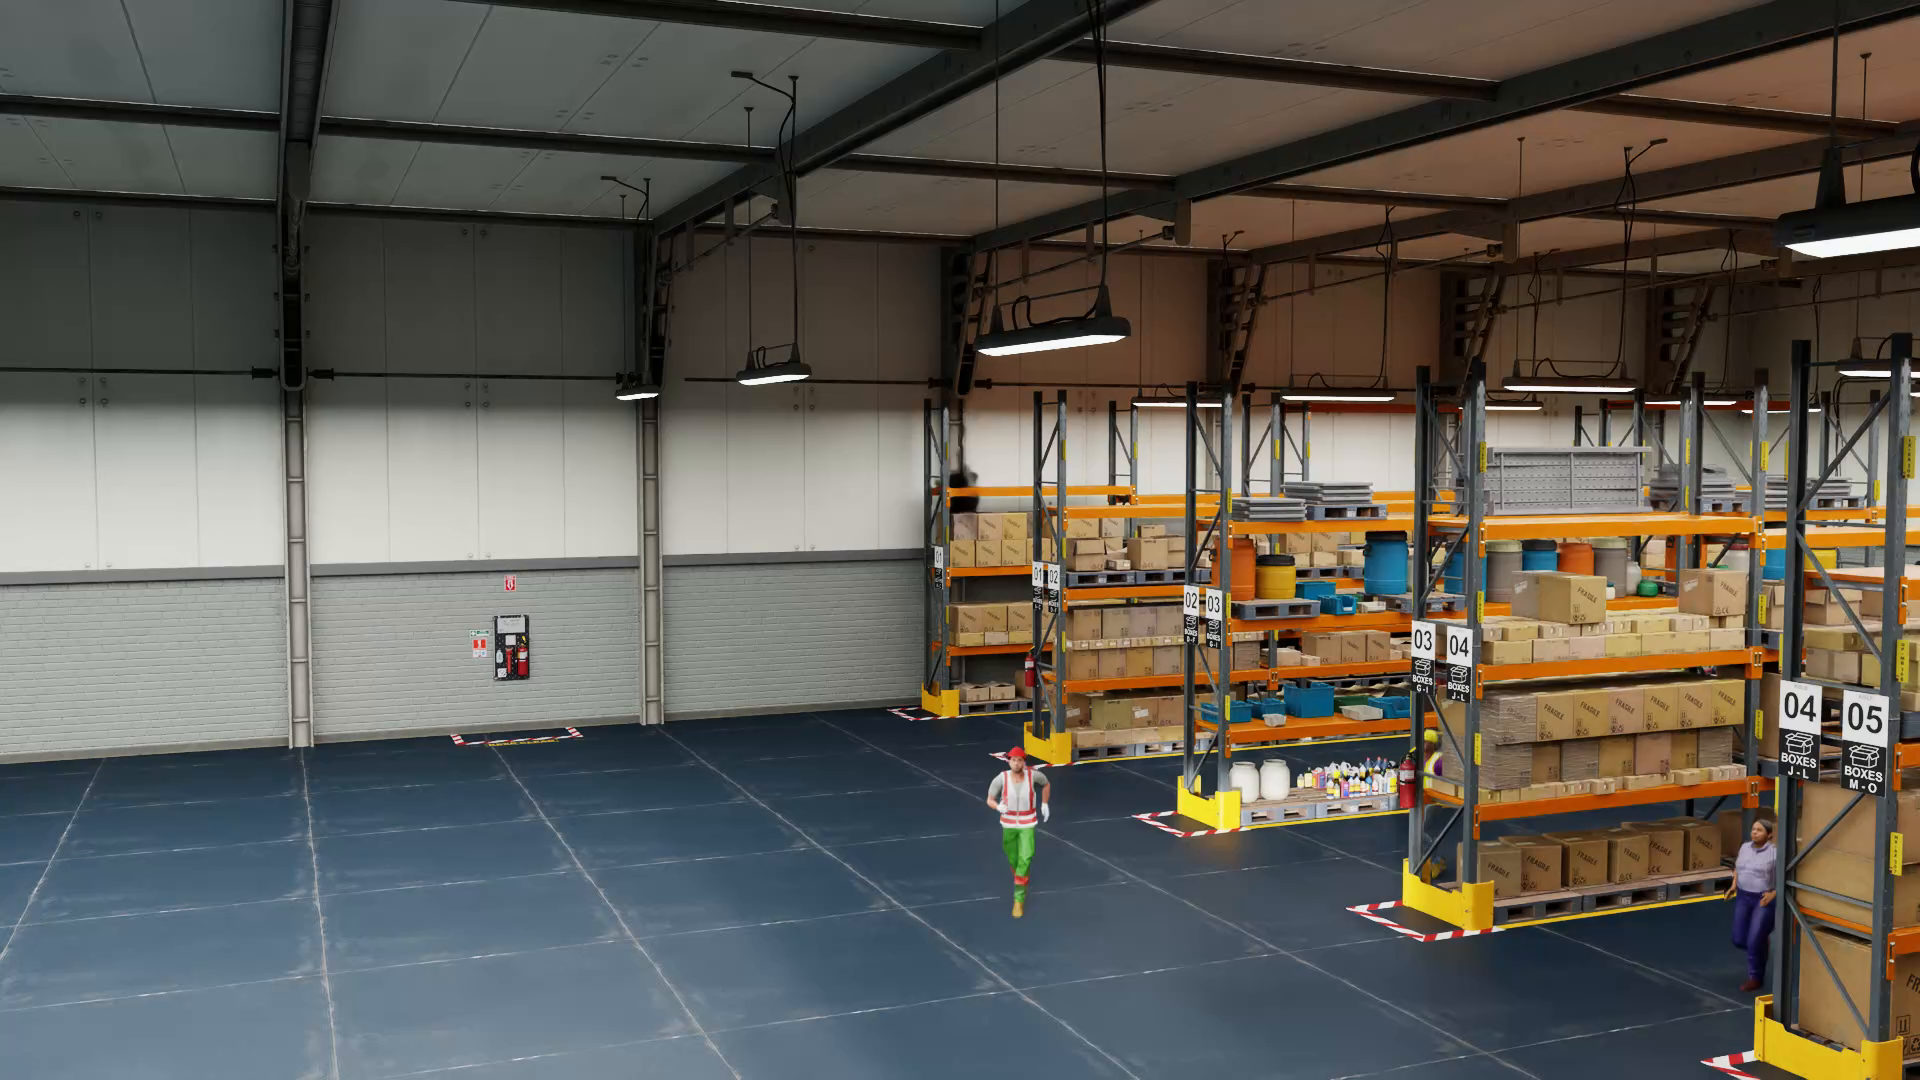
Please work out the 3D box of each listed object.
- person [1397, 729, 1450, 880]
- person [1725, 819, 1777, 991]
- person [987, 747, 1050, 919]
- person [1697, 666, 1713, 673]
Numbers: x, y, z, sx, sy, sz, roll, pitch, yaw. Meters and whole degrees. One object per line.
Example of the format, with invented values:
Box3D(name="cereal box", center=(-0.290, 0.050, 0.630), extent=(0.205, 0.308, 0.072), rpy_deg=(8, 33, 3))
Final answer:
Box3D(name="person", center=(5.540, 3.138, 19.722), extent=(0.690, 1.786, 0.725), rpy_deg=(-1, 4, -23))
Box3D(name="person", center=(7.620, 3.447, 15.796), extent=(0.575, 1.609, 0.614), rpy_deg=(-2, 4, -32))
Box3D(name="person", center=(0.649, 3.200, 18.432), extent=(0.690, 1.848, 0.913), rpy_deg=(0, 3, 5))
Box3D(name="person", center=(13.527, 2.537, 30.008), extent=(0.602, 1.745, 0.711), rpy_deg=(-1, 4, -22))
